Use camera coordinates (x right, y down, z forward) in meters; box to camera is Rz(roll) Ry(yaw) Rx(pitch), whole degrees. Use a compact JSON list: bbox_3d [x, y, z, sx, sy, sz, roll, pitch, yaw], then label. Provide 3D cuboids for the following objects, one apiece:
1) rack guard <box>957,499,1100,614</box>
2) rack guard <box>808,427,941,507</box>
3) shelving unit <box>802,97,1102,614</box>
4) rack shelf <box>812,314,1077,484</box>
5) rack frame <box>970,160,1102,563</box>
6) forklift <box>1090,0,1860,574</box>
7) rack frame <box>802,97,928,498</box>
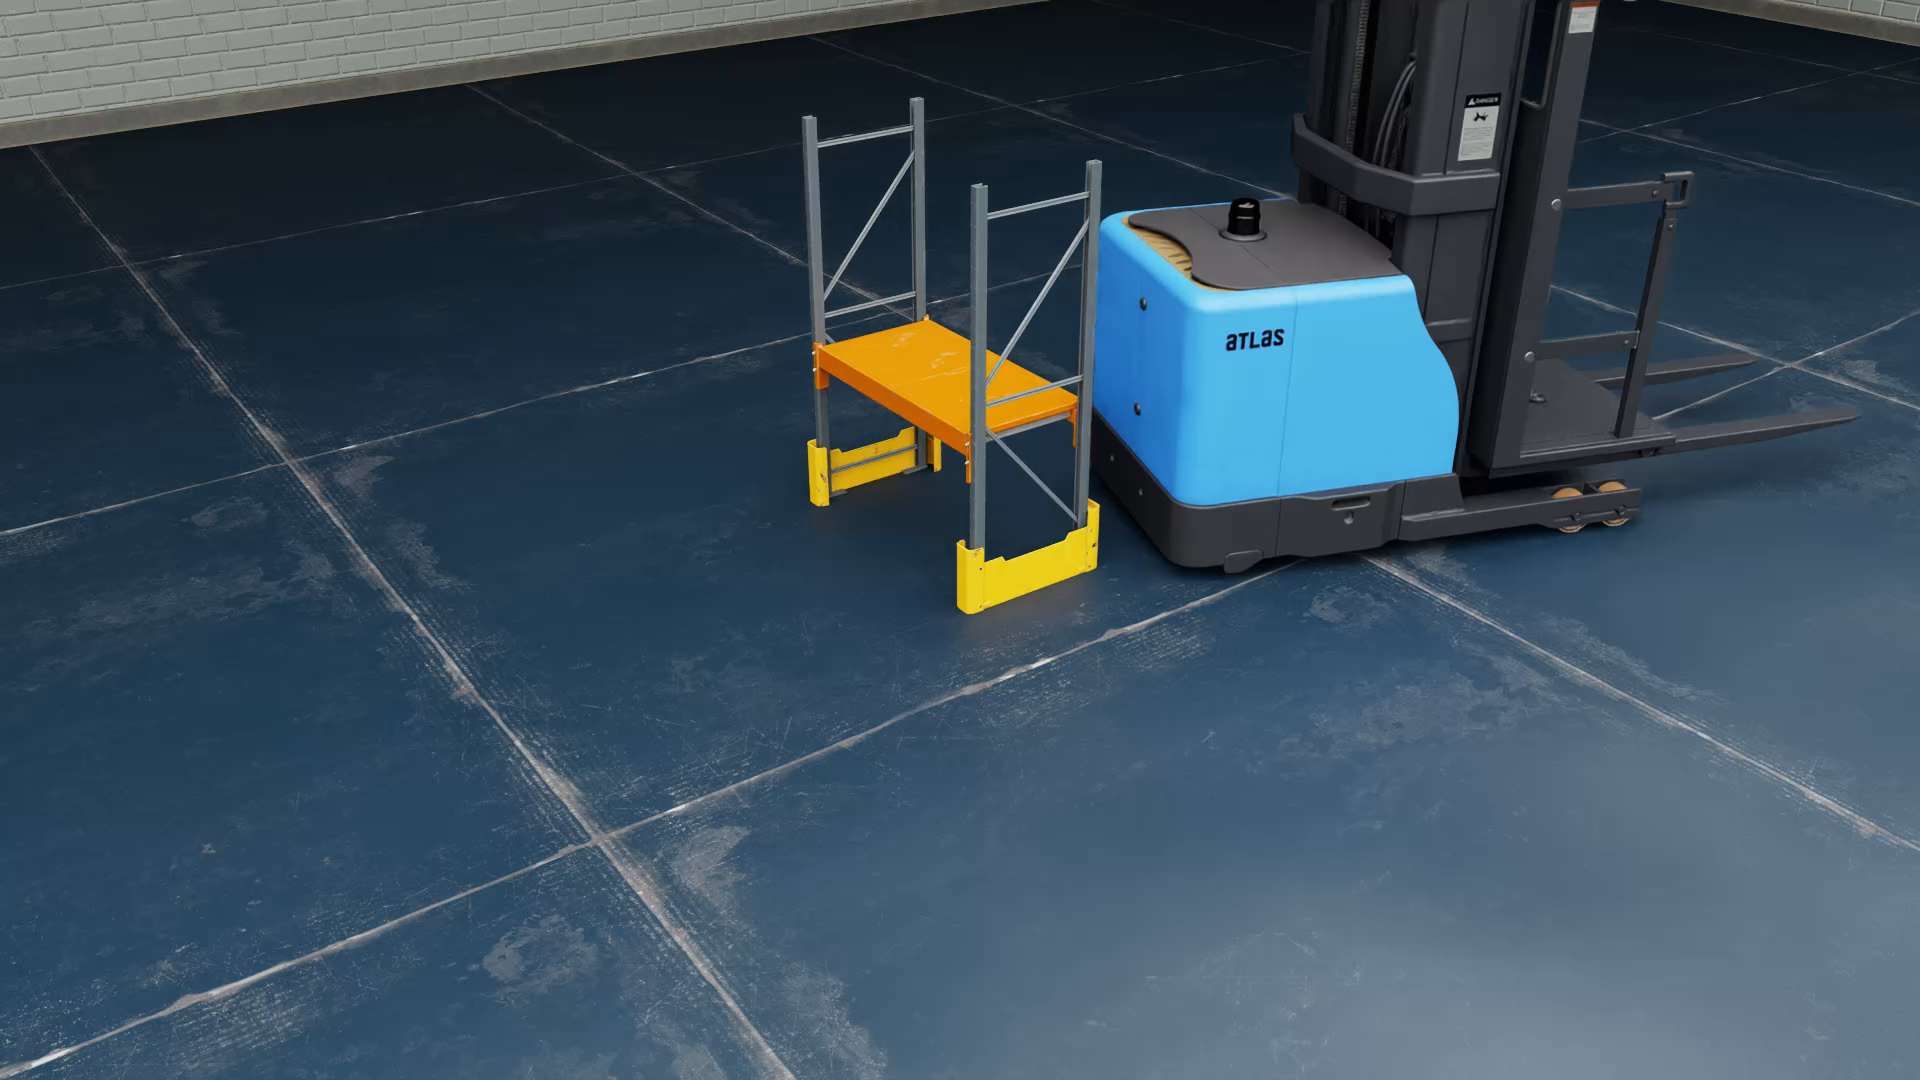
[{"bbox_3d":[0.245,0.054,5.888,0.587,0.250,0.087,-19,34,-31],"label":"rack guard"},{"bbox_3d":[-0.333,-0.333,6.601,0.587,0.250,0.087,-19,34,-31],"label":"rack guard"},{"bbox_3d":[-0.044,-0.689,5.947,0.587,1.500,1.083,-19,34,-31],"label":"shelving unit"},{"bbox_3d":[-0.049,-0.534,6.039,0.538,0.185,1.000,-19,34,-31],"label":"rack shelf"},{"bbox_3d":[0.245,-0.495,5.589,0.500,1.500,0.032,-19,34,-31],"label":"rack frame"},{"bbox_3d":[2.085,-1.550,6.033,3.031,2.935,1.130,-8,29,-14],"label":"forklift"},{"bbox_3d":[-0.344,-0.890,6.317,0.500,1.500,0.032,-19,34,-31],"label":"rack frame"}]
